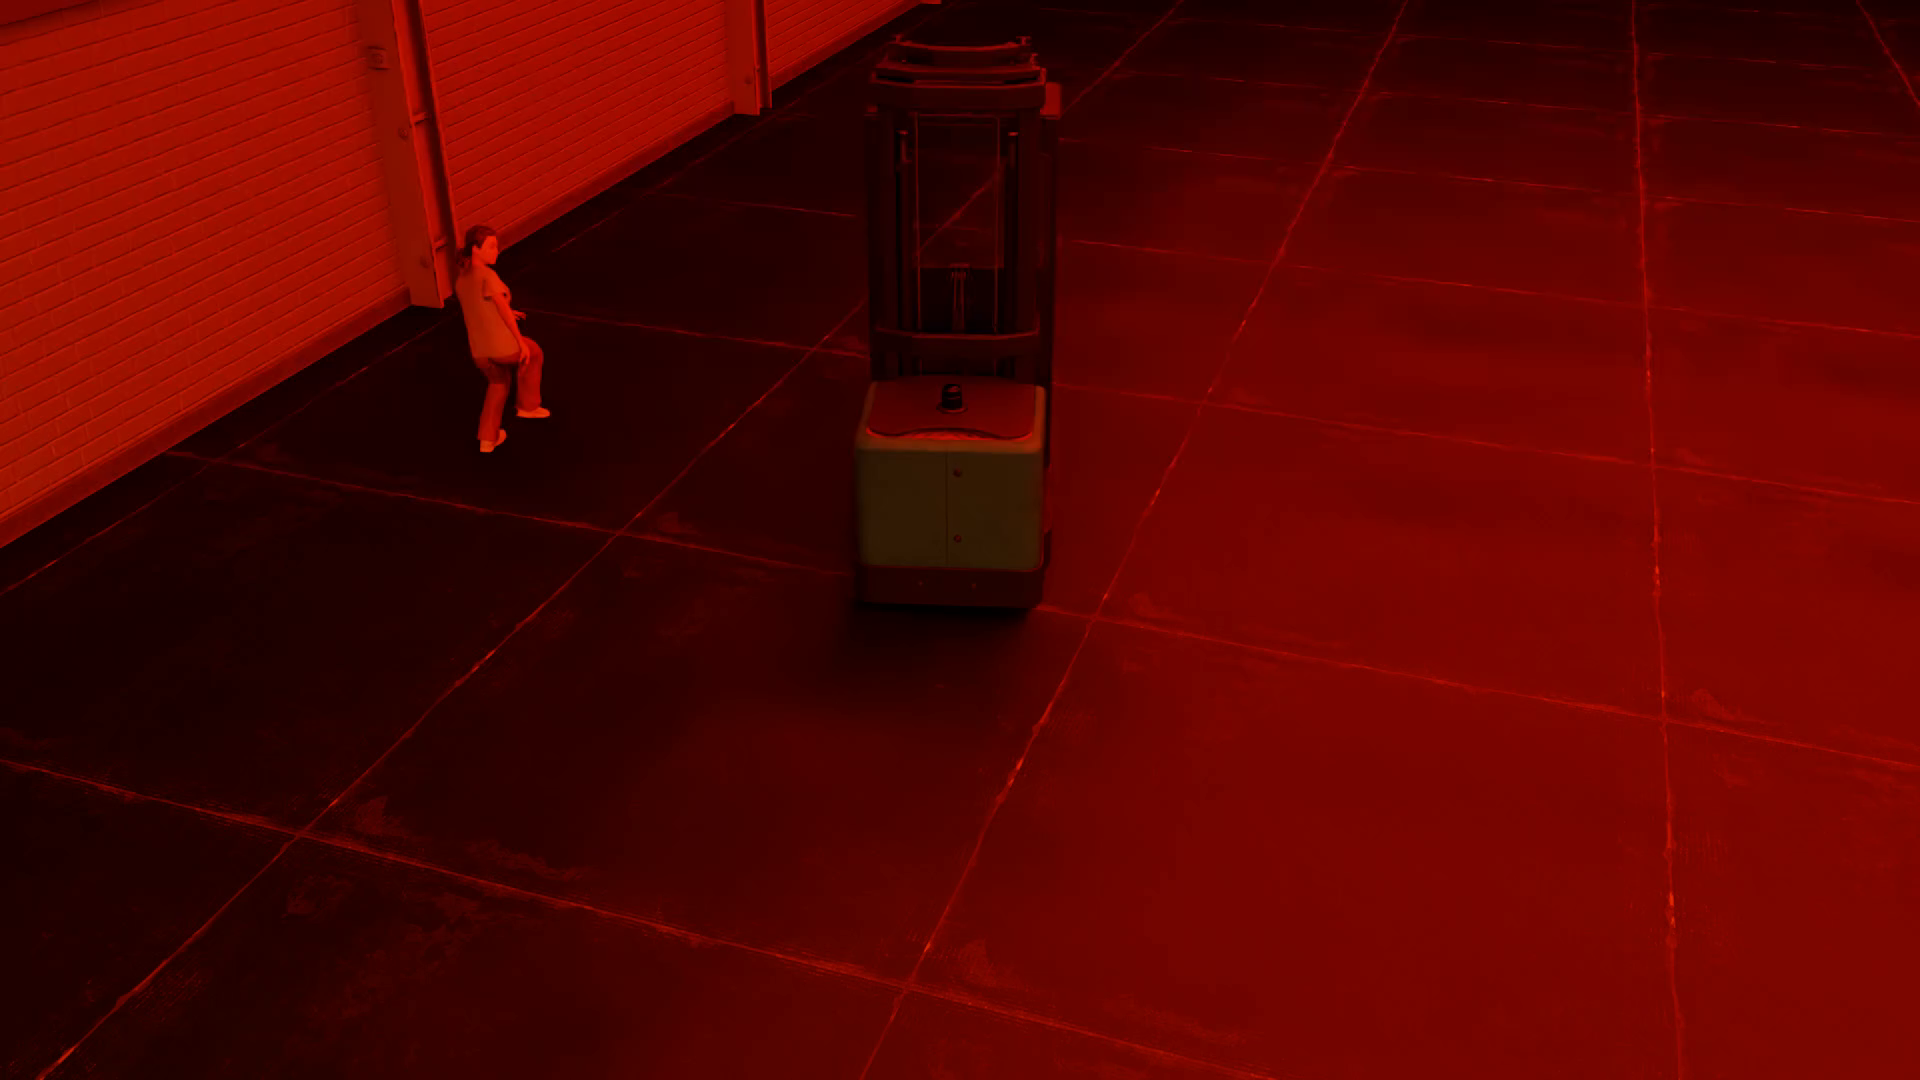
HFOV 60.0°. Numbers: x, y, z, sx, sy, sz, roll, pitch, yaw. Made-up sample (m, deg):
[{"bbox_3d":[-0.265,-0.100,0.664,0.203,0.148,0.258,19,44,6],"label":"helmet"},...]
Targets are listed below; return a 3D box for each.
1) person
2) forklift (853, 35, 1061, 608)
[{"bbox_3d":[-2.959,-1.337,10.964,0.685,1.487,0.740,10,31,17],"label":"person"},{"bbox_3d":[0.025,-1.592,9.928,1.130,2.935,3.031,2,30,3],"label":"forklift"}]
